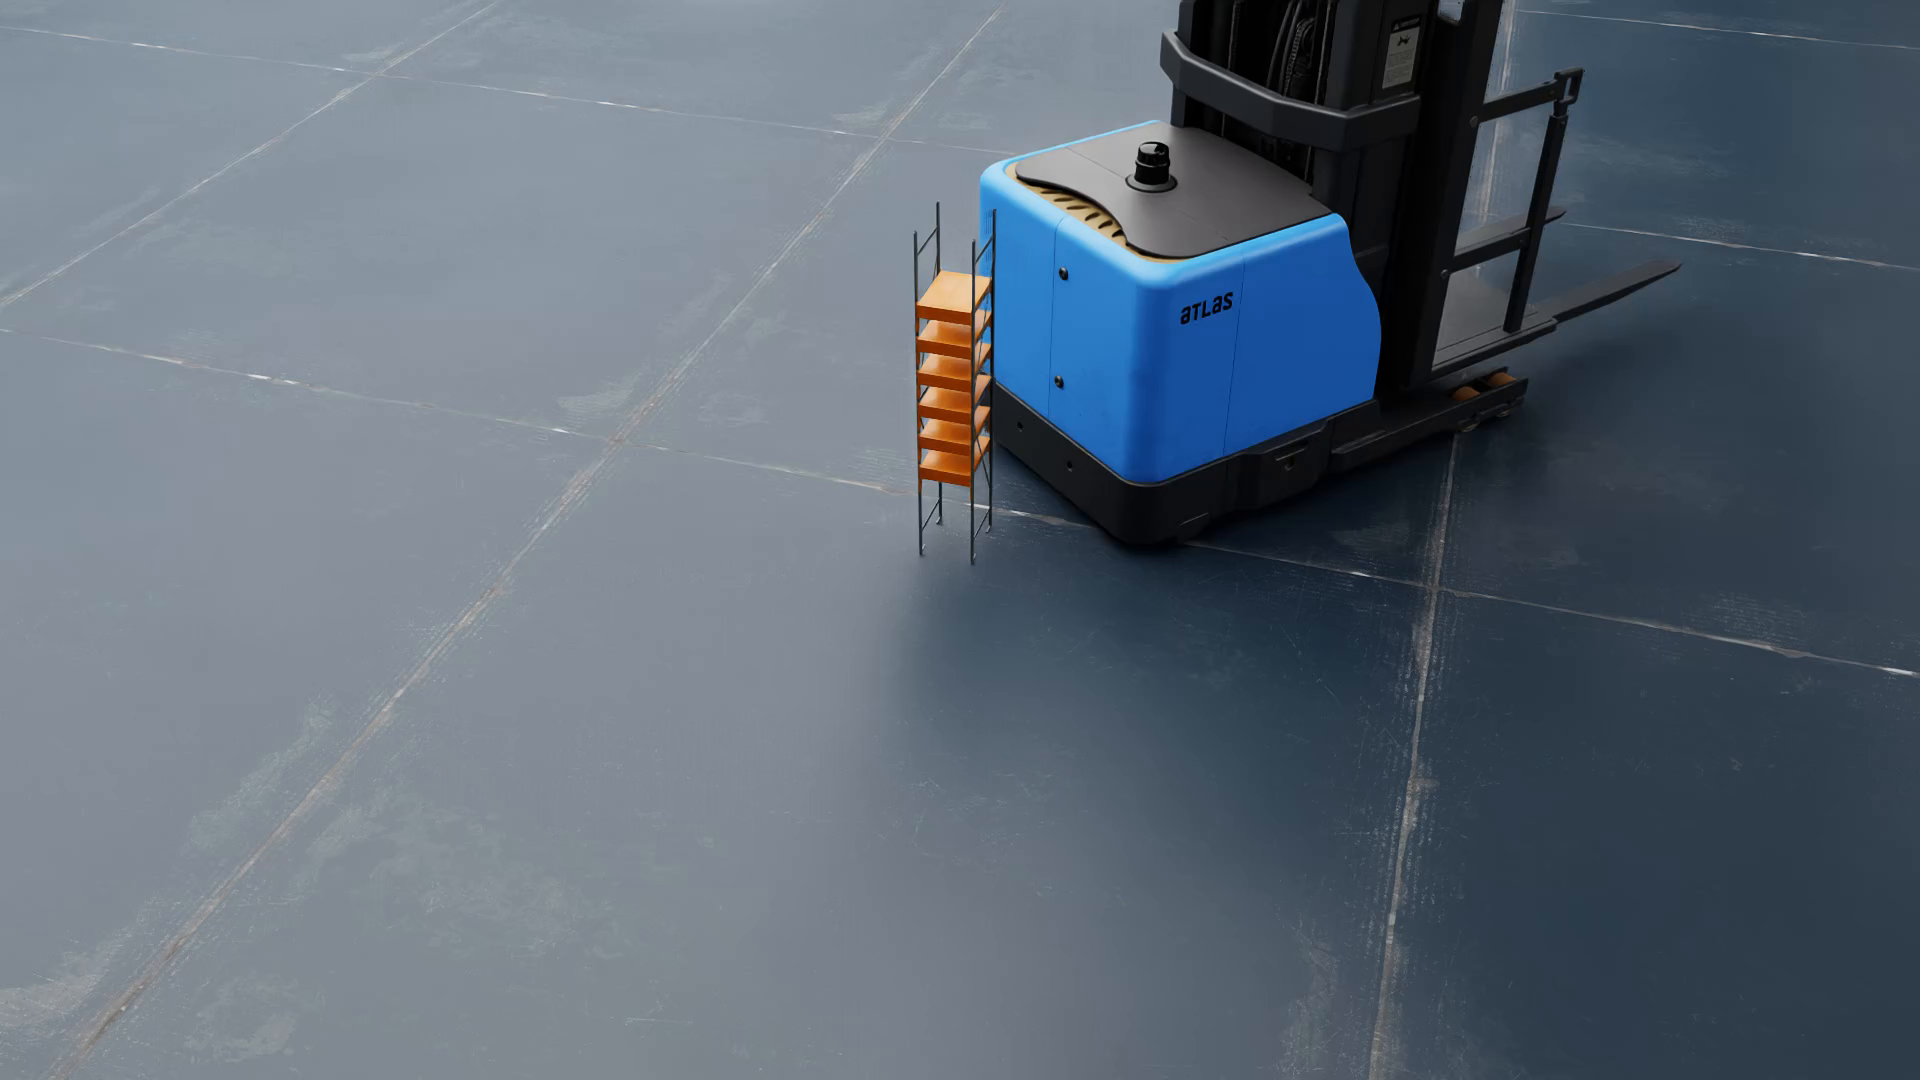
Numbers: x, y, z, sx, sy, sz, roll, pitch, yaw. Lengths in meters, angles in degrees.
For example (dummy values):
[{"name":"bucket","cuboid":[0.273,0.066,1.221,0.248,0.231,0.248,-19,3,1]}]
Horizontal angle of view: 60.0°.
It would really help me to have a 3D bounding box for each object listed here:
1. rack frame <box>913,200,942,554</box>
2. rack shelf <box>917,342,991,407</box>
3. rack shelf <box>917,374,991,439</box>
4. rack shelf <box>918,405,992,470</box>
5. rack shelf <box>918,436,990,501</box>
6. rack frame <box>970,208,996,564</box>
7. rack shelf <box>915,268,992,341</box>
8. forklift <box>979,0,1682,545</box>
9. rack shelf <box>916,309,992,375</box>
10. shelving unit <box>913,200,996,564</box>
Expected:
[{"name":"rack frame","cuboid":[-0.101,-0.502,5.420,0.006,1.200,0.240,10,38,14]},{"name":"rack shelf","cuboid":[-0.014,-0.547,5.353,0.180,0.103,0.258,10,38,14]},{"name":"rack shelf","cuboid":[-0.014,-0.450,5.424,0.180,0.103,0.258,10,38,14]},{"name":"rack shelf","cuboid":[-0.014,-0.353,5.495,0.180,0.103,0.258,10,38,14]},{"name":"rack shelf","cuboid":[-0.014,-0.257,5.566,0.180,0.103,0.258,10,38,14]},{"name":"rack frame","cuboid":[0.074,-0.470,5.376,0.006,1.200,0.240,10,38,14]},{"name":"rack shelf","cuboid":[-0.014,-0.740,5.211,0.180,0.103,0.258,10,38,14]},{"name":"forklift","cuboid":[1.567,-1.832,5.767,3.031,2.935,1.130,-21,41,-26]},{"name":"rack shelf","cuboid":[-0.014,-0.643,5.282,0.180,0.103,0.258,10,38,14]},{"name":"shelving unit","cuboid":[-0.014,-0.486,5.398,0.189,1.200,0.258,10,38,14]}]
